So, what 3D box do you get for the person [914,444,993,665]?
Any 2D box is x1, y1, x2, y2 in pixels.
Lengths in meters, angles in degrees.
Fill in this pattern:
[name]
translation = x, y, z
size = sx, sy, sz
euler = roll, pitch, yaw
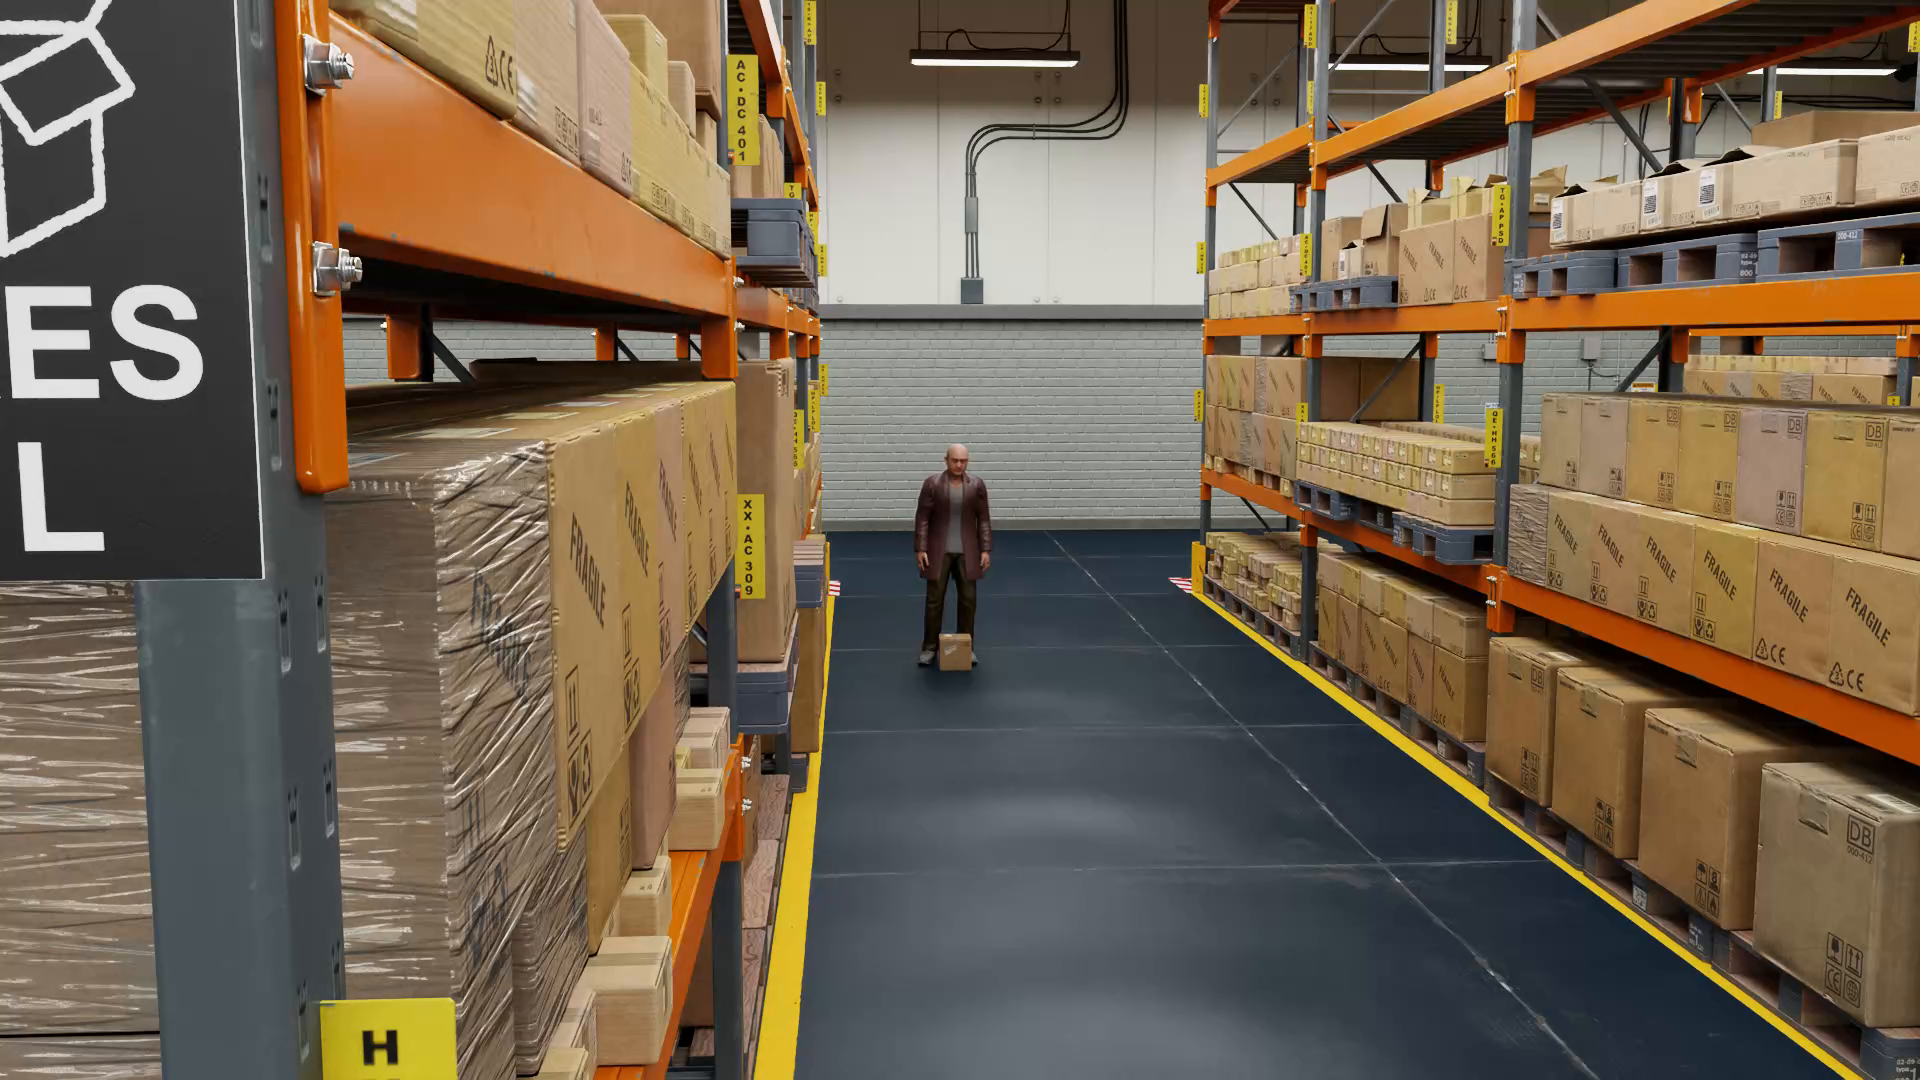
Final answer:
[person]
translation = -0.051, 0.107, 13.397
size = 0.648, 1.772, 0.429
euler = -1, 7, -7
